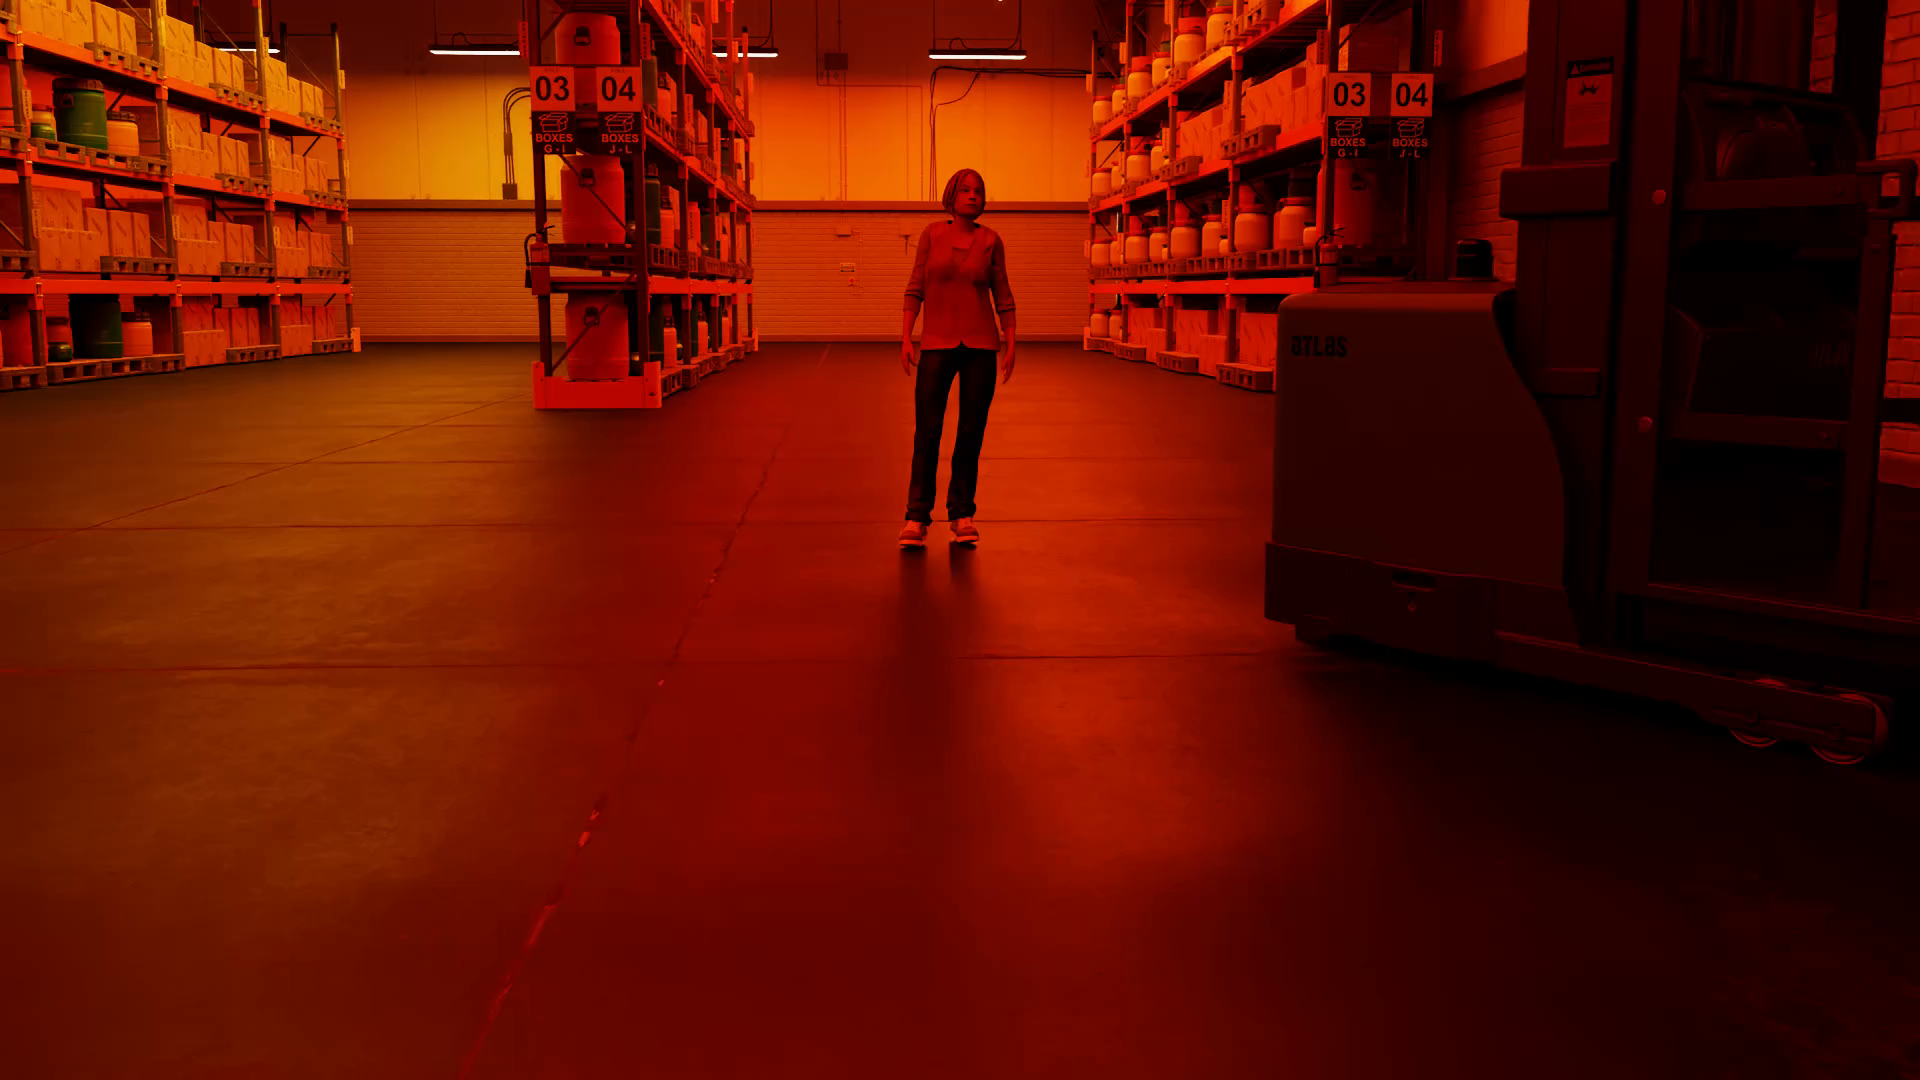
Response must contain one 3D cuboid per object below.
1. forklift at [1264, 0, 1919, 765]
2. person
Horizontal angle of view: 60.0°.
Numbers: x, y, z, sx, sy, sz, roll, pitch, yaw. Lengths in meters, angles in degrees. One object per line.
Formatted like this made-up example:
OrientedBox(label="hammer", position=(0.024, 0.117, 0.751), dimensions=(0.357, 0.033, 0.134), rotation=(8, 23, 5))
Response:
OrientedBox(label="forklift", position=(2.262, -1.014, 4.157), dimensions=(1.130, 2.935, 3.031), rotation=(-7, 11, -38))
OrientedBox(label="person", position=(-0.010, -0.786, 7.118), dimensions=(0.520, 1.596, 0.476), rotation=(-1, 8, -4))
